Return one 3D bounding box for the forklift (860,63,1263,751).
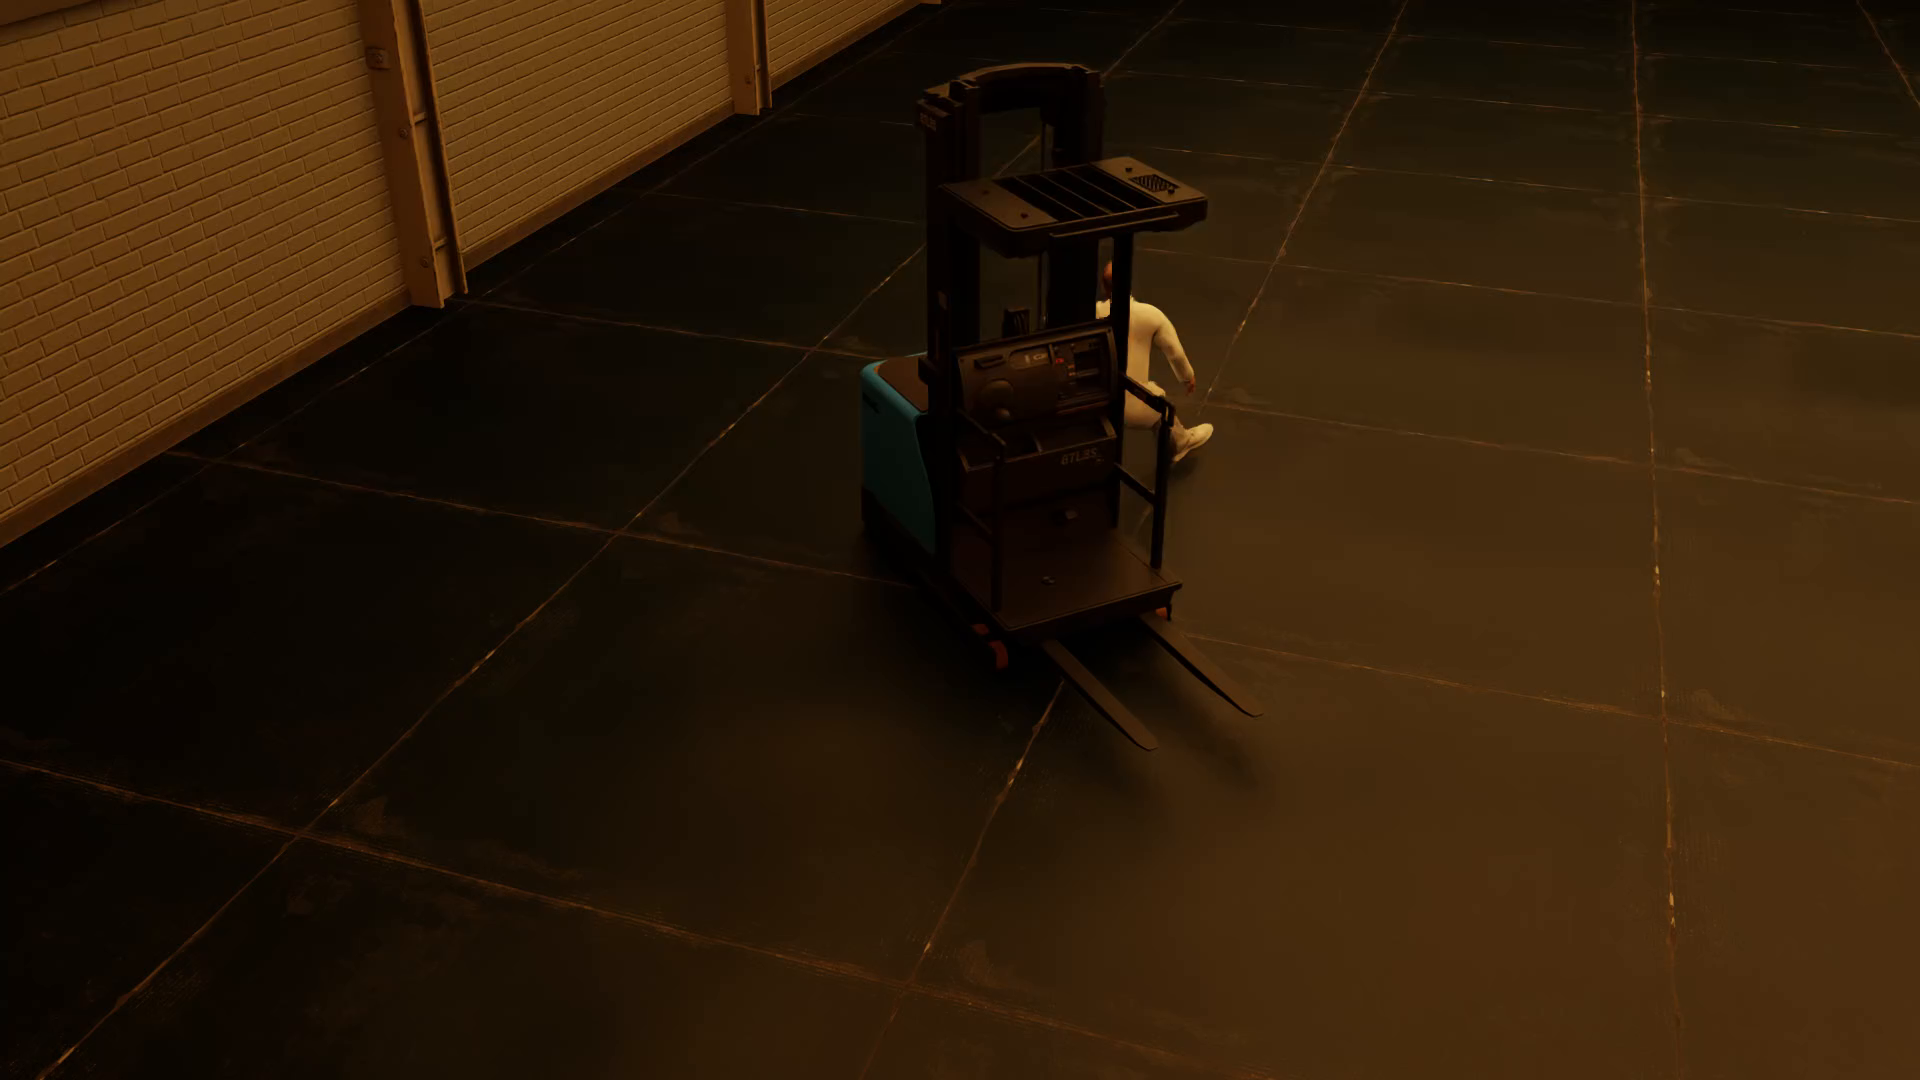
[{"bbox_3d":[0.511,-0.824,8.581,1.130,2.935,3.031,-14,33,-23],"label":"forklift"}]

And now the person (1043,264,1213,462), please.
[{"bbox_3d":[1.039,-0.974,10.421,1.105,1.562,1.115,5,30,9],"label":"person"}]
